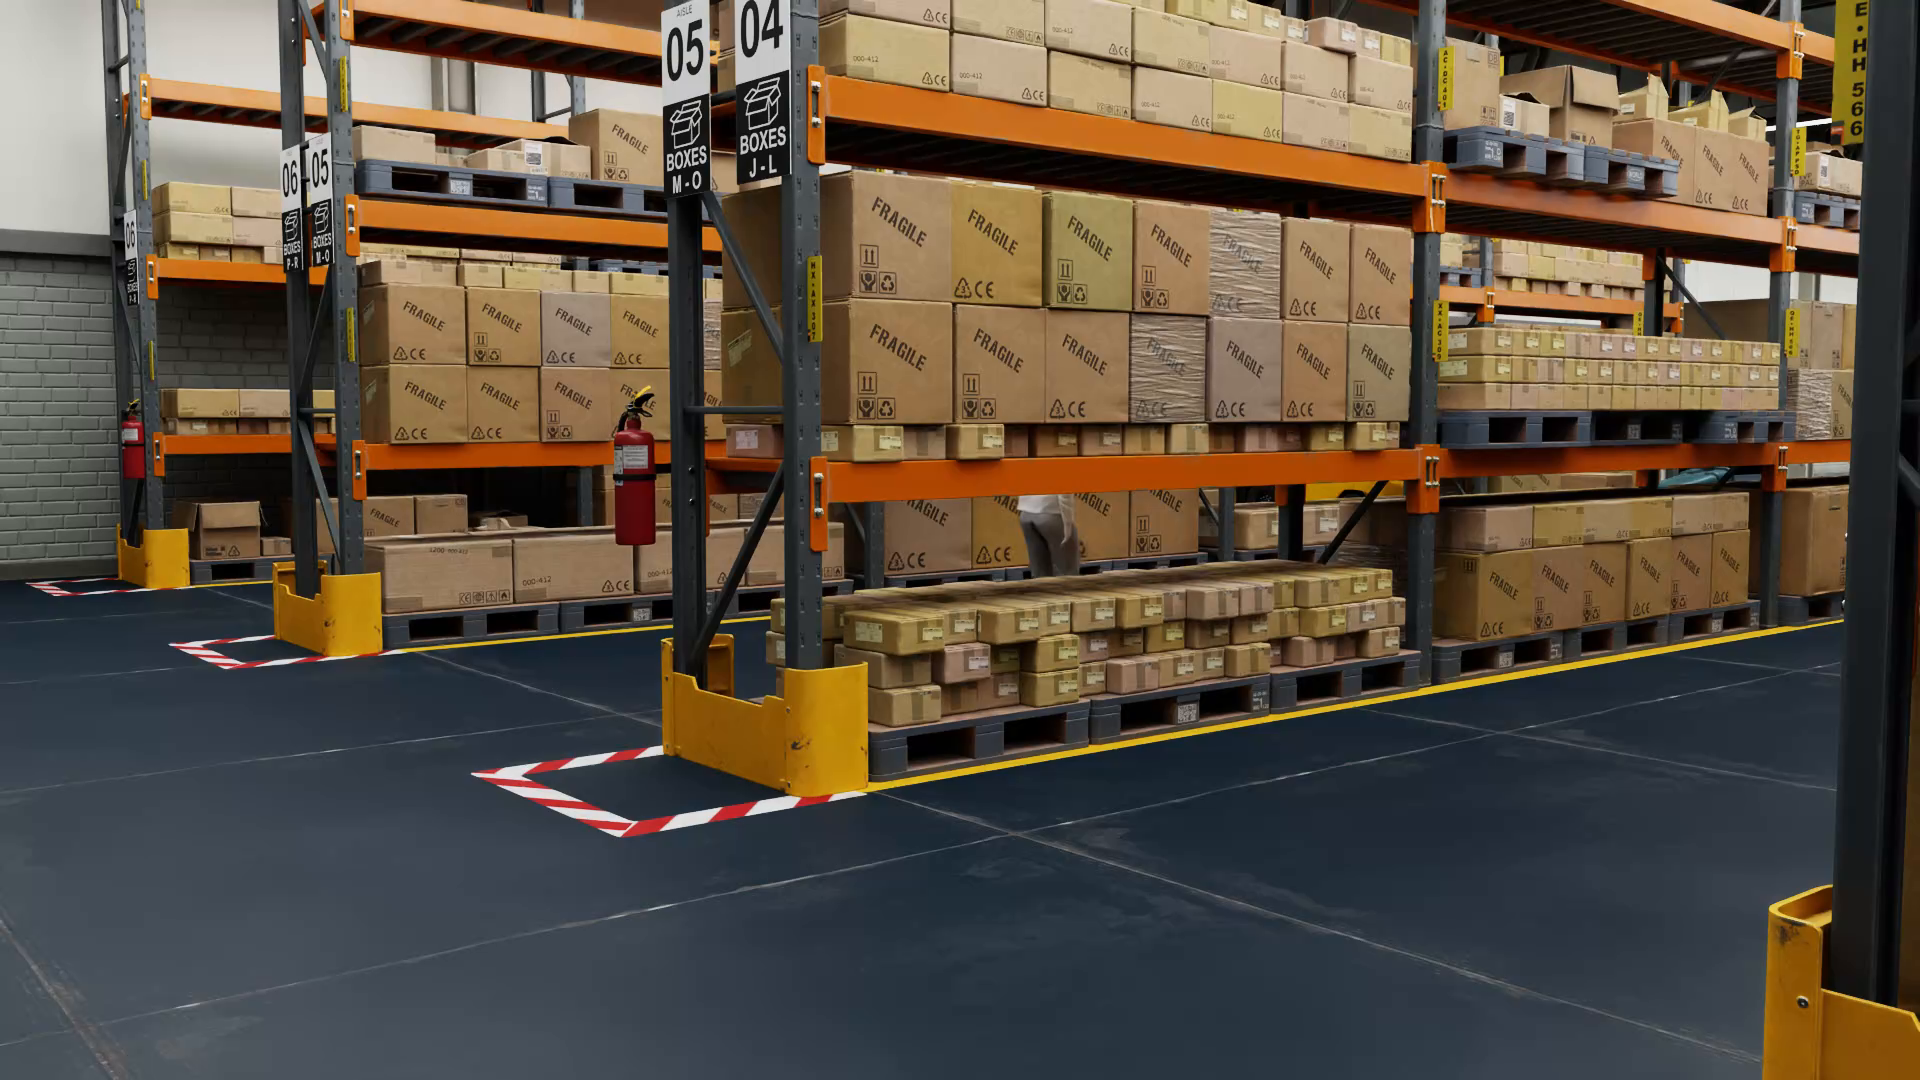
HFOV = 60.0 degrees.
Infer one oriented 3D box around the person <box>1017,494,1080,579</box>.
[{"bbox_3d":[0.540,-0.095,10.093,0.486,1.729,0.490,-3,6,-38],"label":"person"}]
